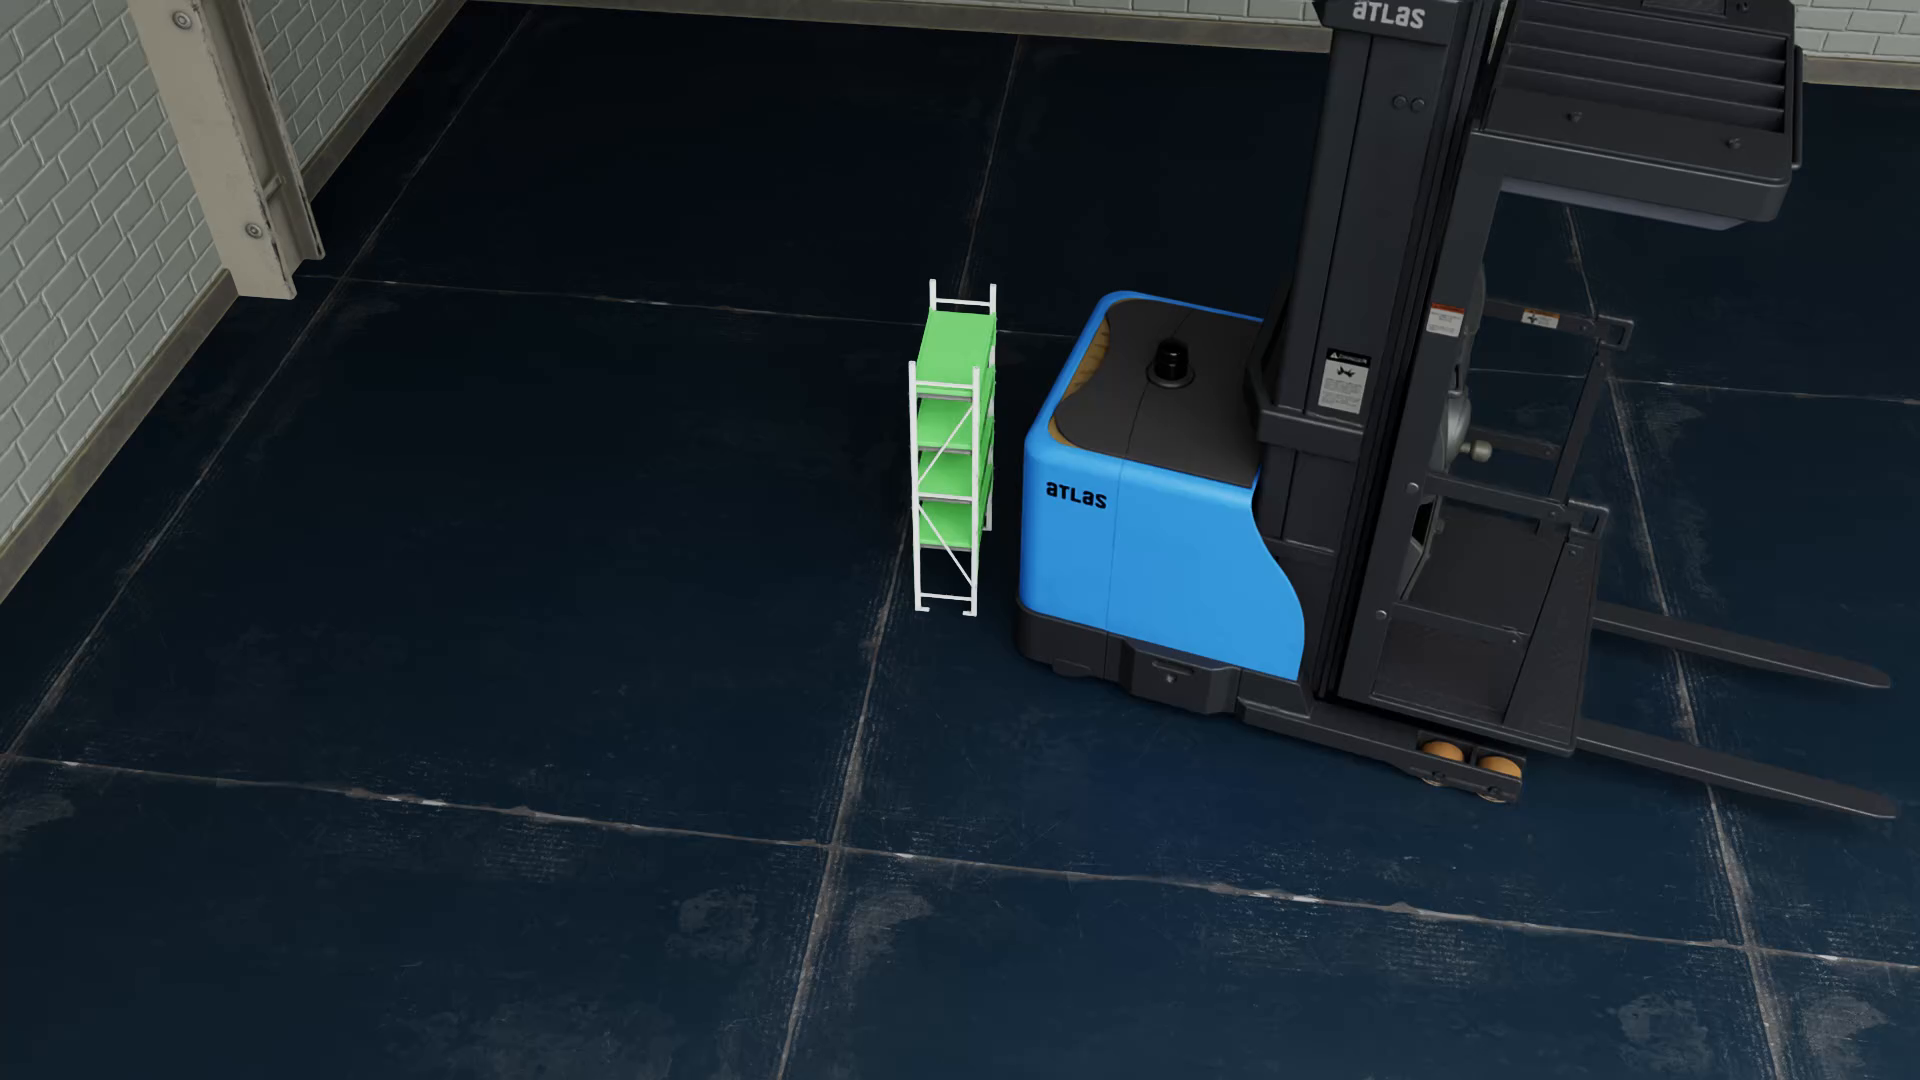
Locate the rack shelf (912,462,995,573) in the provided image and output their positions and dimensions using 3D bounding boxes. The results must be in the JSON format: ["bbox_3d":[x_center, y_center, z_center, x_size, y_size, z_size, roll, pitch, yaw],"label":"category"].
[{"bbox_3d":[-0.022,-0.102,6.427,0.258,0.148,0.480,5,44,6],"label":"rack shelf"}]

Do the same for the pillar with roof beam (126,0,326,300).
[{"bbox_3d":[0.944,-4.177,4.616,9.100,9.000,0.400,5,44,6],"label":"pillar with roof beam"}]

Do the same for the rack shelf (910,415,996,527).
[{"bbox_3d":[-0.022,-0.276,6.262,0.258,0.148,0.480,5,44,6],"label":"rack shelf"}]

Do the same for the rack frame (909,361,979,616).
[{"bbox_3d":[-0.054,-0.157,6.043,0.240,1.200,0.015,5,44,6],"label":"rack frame"}]

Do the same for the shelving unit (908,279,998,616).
[{"bbox_3d":[-0.022,-0.323,6.218,0.258,1.200,0.503,5,44,6],"label":"shelving unit"}]

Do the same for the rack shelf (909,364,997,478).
[{"bbox_3d":[-0.022,-0.451,6.097,0.258,0.148,0.480,5,44,6],"label":"rack shelf"}]

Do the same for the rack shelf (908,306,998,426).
[{"bbox_3d":[-0.022,-0.625,5.932,0.258,0.148,0.480,5,44,6],"label":"rack shelf"}]

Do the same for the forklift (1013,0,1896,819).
[{"bbox_3d":[1.773,-0.568,5.218,3.031,2.935,1.130,14,45,15],"label":"forklift"}]

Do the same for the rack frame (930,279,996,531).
[{"bbox_3d":[0.010,-0.489,6.394,0.240,1.200,0.015,5,44,6],"label":"rack frame"}]
